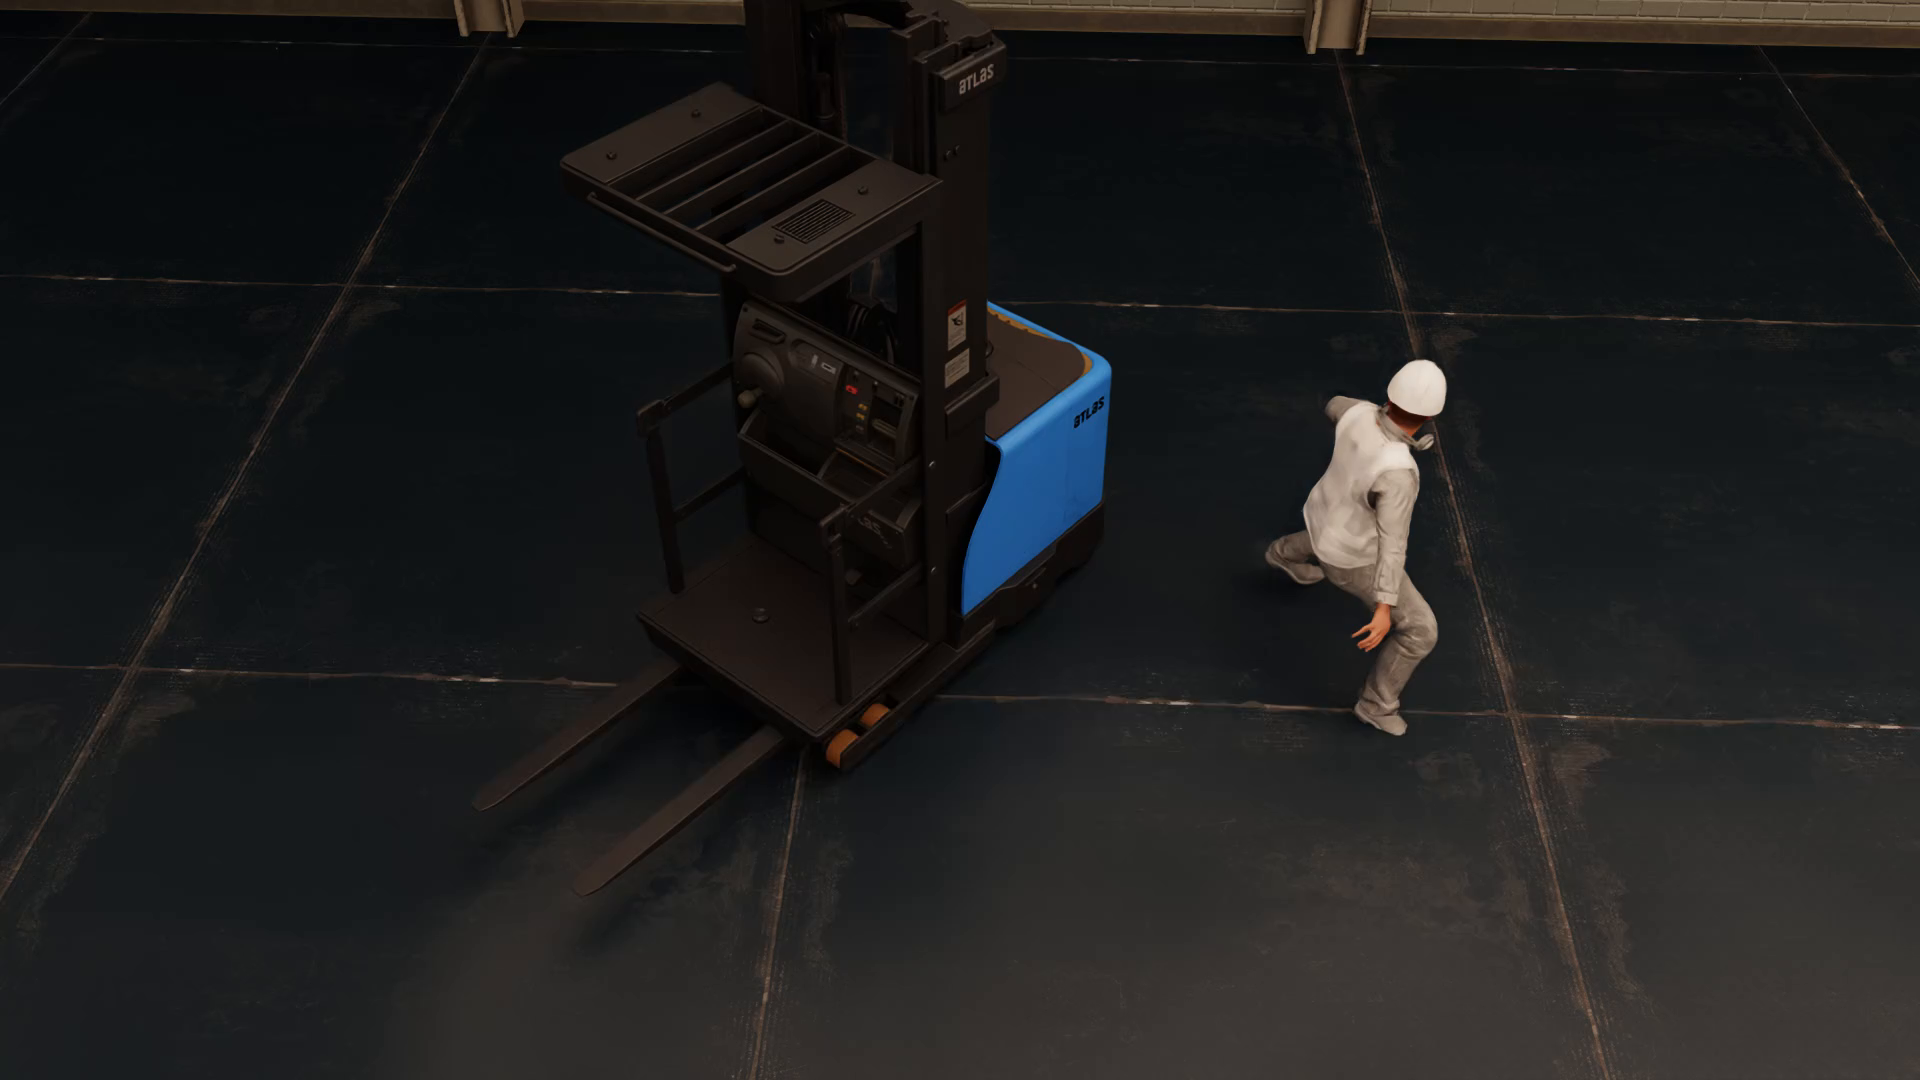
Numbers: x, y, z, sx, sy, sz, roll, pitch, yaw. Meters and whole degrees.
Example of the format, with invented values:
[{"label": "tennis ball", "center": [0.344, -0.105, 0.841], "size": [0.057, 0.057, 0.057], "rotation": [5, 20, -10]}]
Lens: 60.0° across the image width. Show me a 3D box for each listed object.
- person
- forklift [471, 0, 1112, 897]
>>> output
[{"label": "person", "center": [1.677, -0.008, 6.784], "size": [0.526, 1.679, 1.162], "rotation": [-3, 42, -3]}, {"label": "forklift", "center": [-0.667, -0.521, 6.312], "size": [1.130, 2.935, 3.031], "rotation": [30, 50, 29]}]
